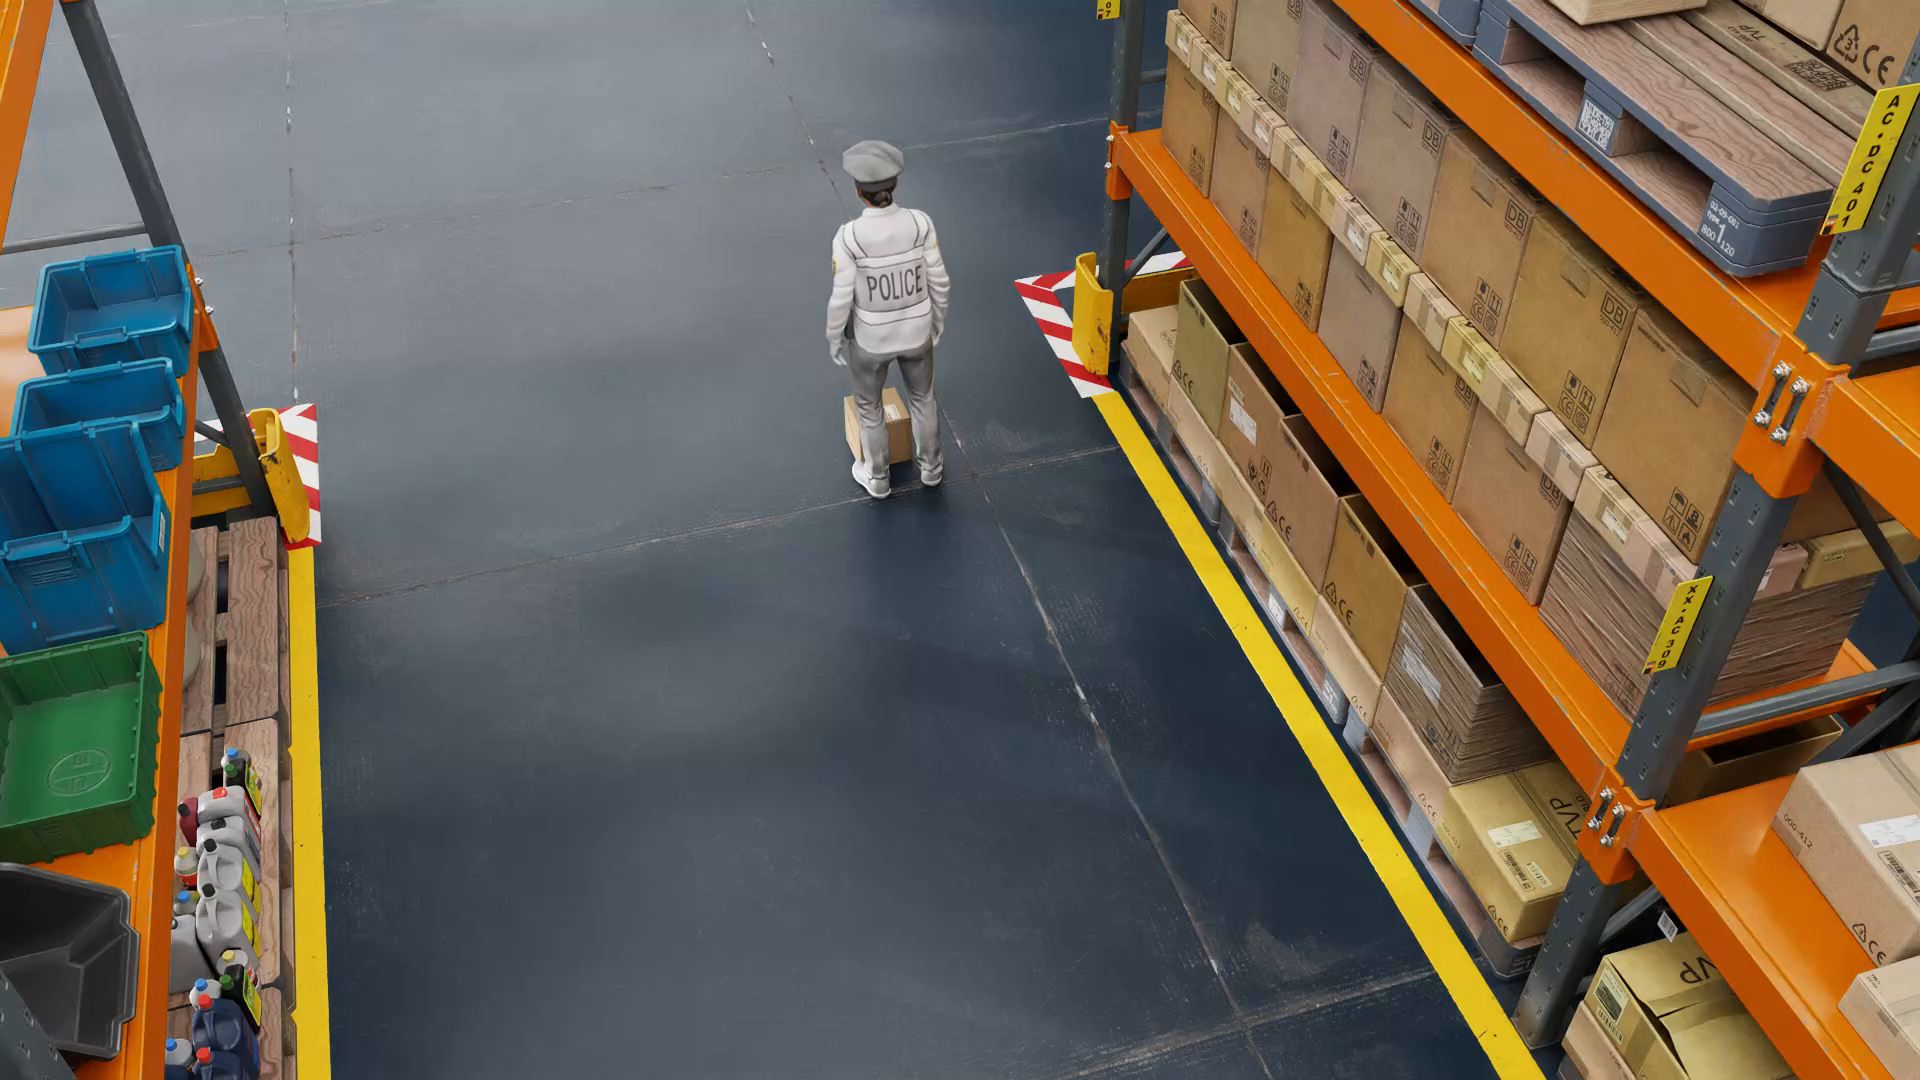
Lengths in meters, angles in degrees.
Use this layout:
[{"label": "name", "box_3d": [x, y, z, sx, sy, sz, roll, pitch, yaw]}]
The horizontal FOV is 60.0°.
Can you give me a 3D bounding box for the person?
[{"label": "person", "box_3d": [-0.308, -0.891, 7.131, 0.537, 1.662, 0.378, -13, 44, -14]}]
